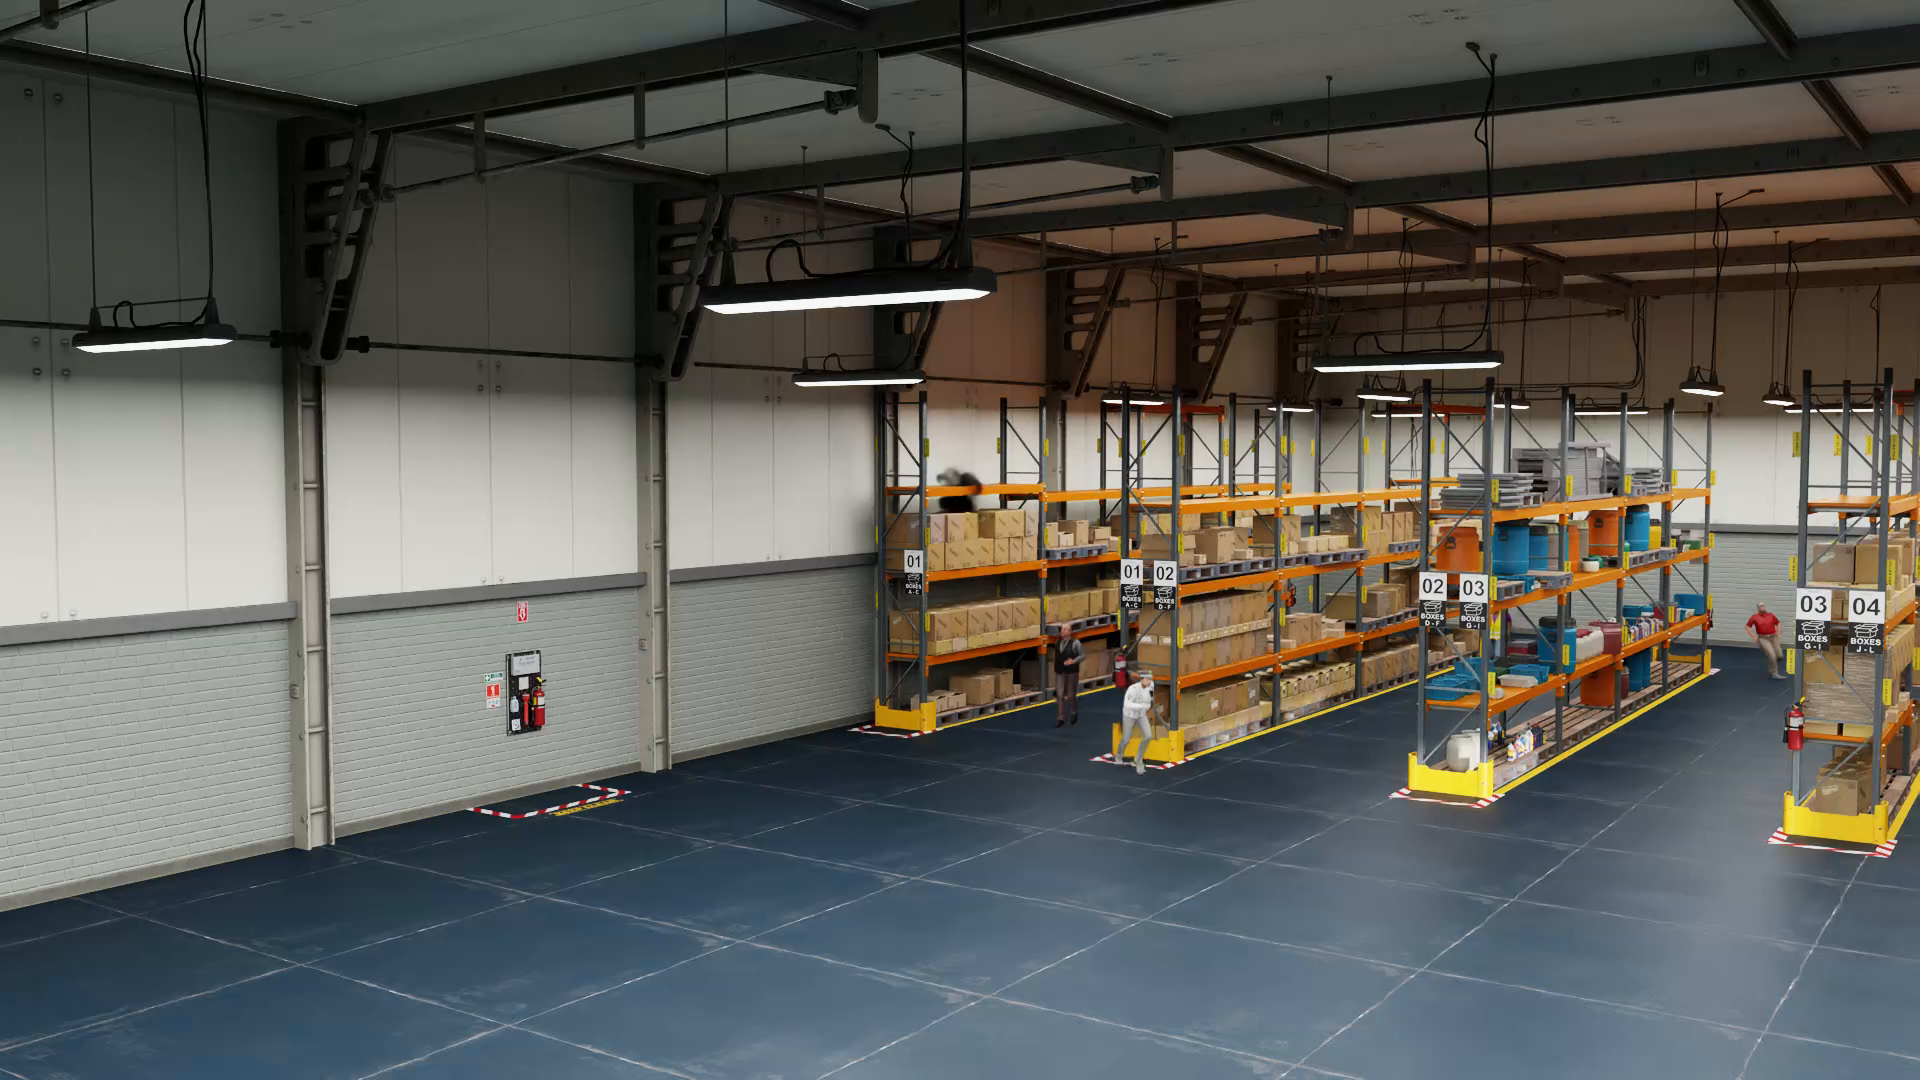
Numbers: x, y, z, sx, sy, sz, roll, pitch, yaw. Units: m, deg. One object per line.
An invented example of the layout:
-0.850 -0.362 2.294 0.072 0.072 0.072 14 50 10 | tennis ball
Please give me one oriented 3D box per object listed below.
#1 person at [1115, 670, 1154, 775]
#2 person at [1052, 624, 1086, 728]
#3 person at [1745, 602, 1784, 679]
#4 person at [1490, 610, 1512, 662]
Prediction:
2.644 2.696 24.948 0.649 1.594 0.941 -2 4 -28 | person
1.825 2.298 28.272 0.655 1.738 0.773 2 4 28 | person
17.494 2.176 36.049 0.725 1.633 0.654 0 3 -3 | person
11.427 2.136 35.588 0.640 1.796 0.890 2 4 30 | person
